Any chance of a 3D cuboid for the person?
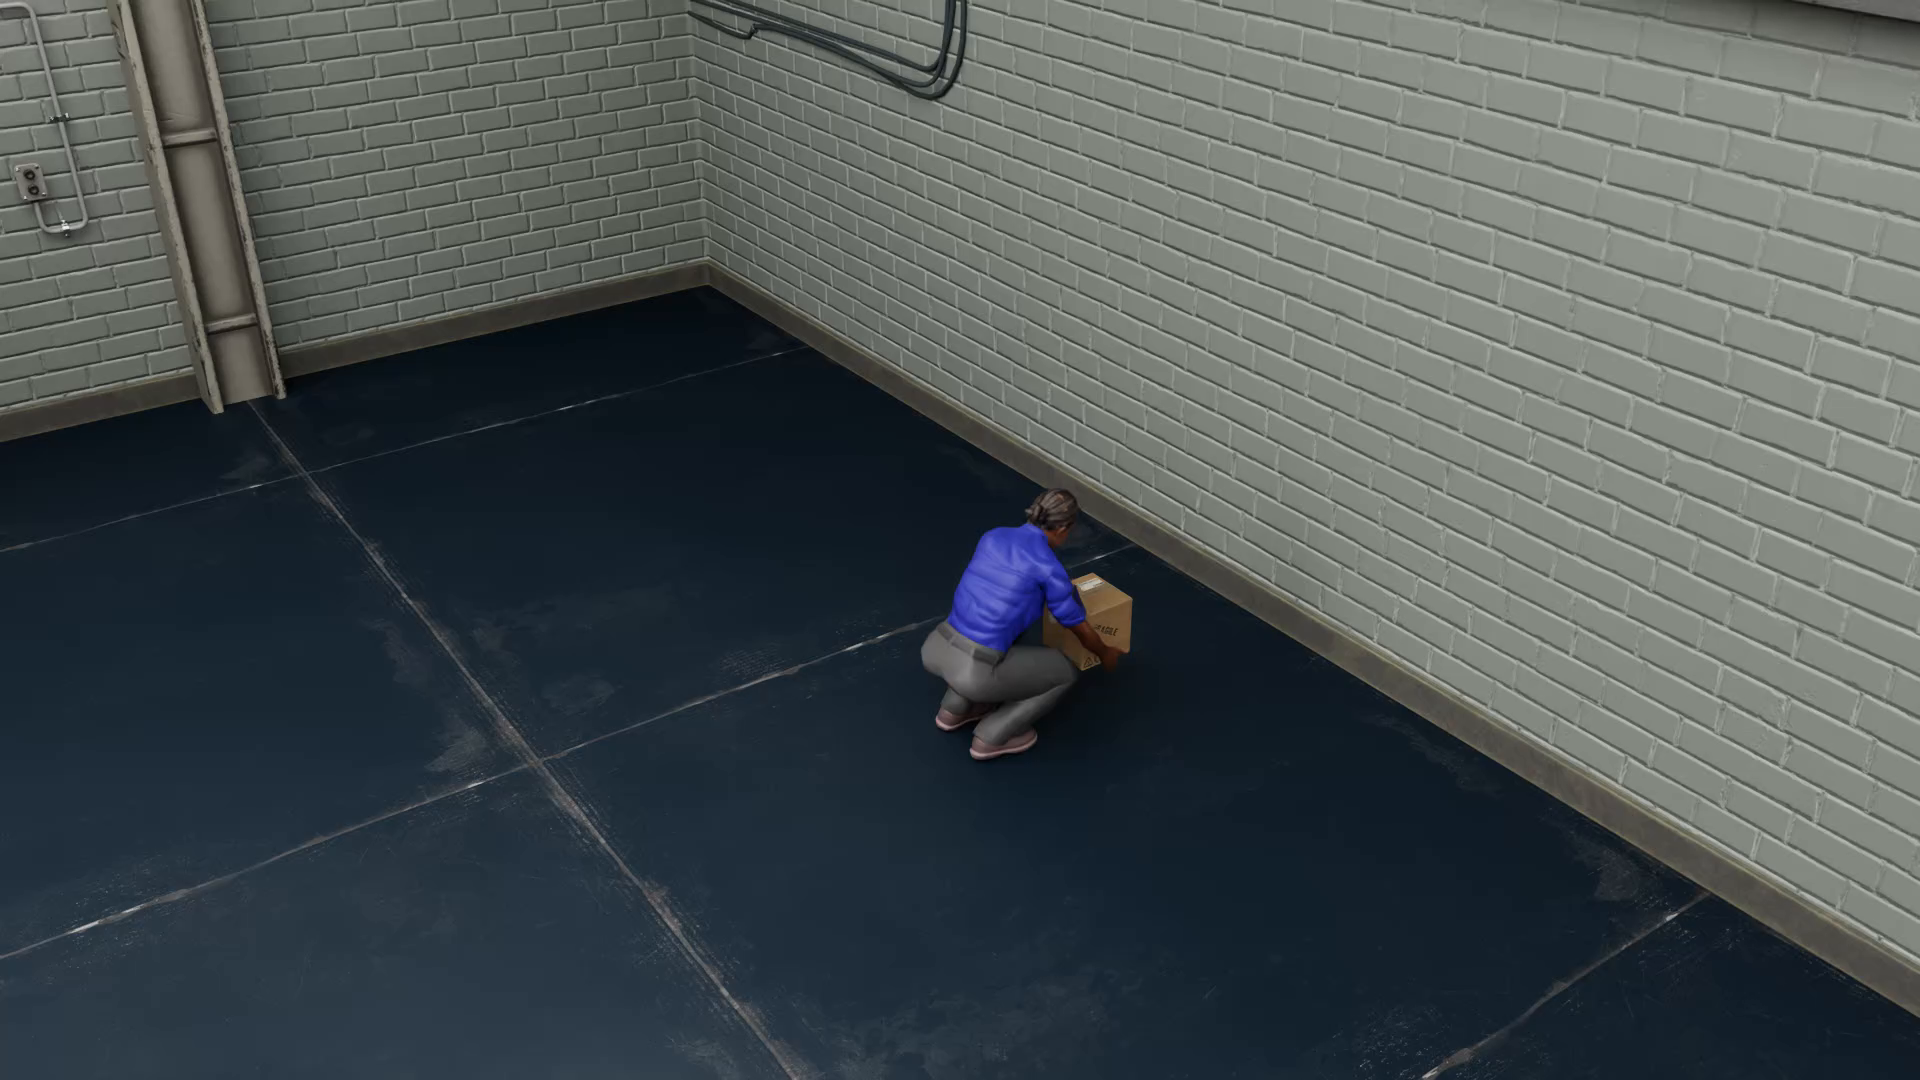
[{"bbox_3d":[0.232,0.300,6.354,0.839,0.934,0.471,-19,34,-31],"label":"person"}]
